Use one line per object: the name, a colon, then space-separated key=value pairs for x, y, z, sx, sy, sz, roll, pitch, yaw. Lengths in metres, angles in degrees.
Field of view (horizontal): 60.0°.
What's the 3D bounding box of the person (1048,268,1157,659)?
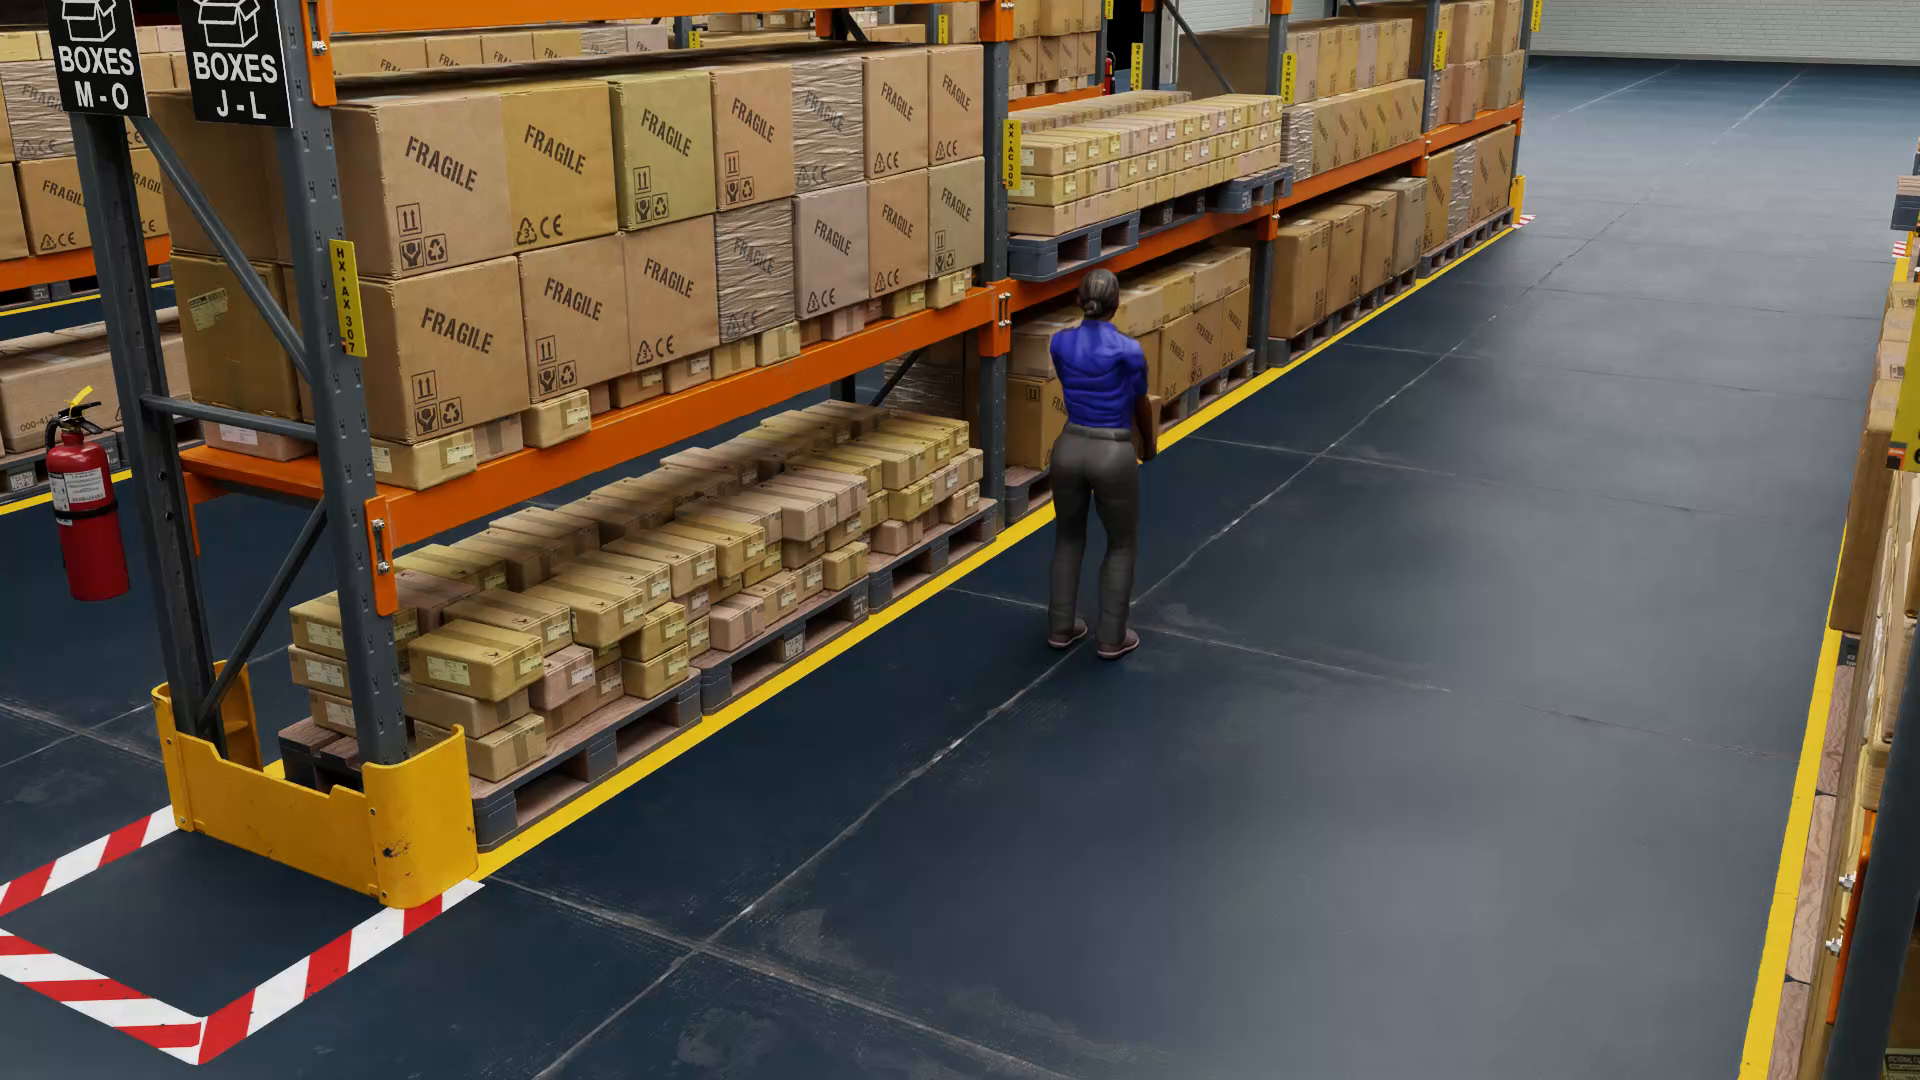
person: x=0.600 y=-0.339 z=7.051 sx=0.413 sy=1.655 sz=0.516 roll=10 pitch=22 yaw=26
